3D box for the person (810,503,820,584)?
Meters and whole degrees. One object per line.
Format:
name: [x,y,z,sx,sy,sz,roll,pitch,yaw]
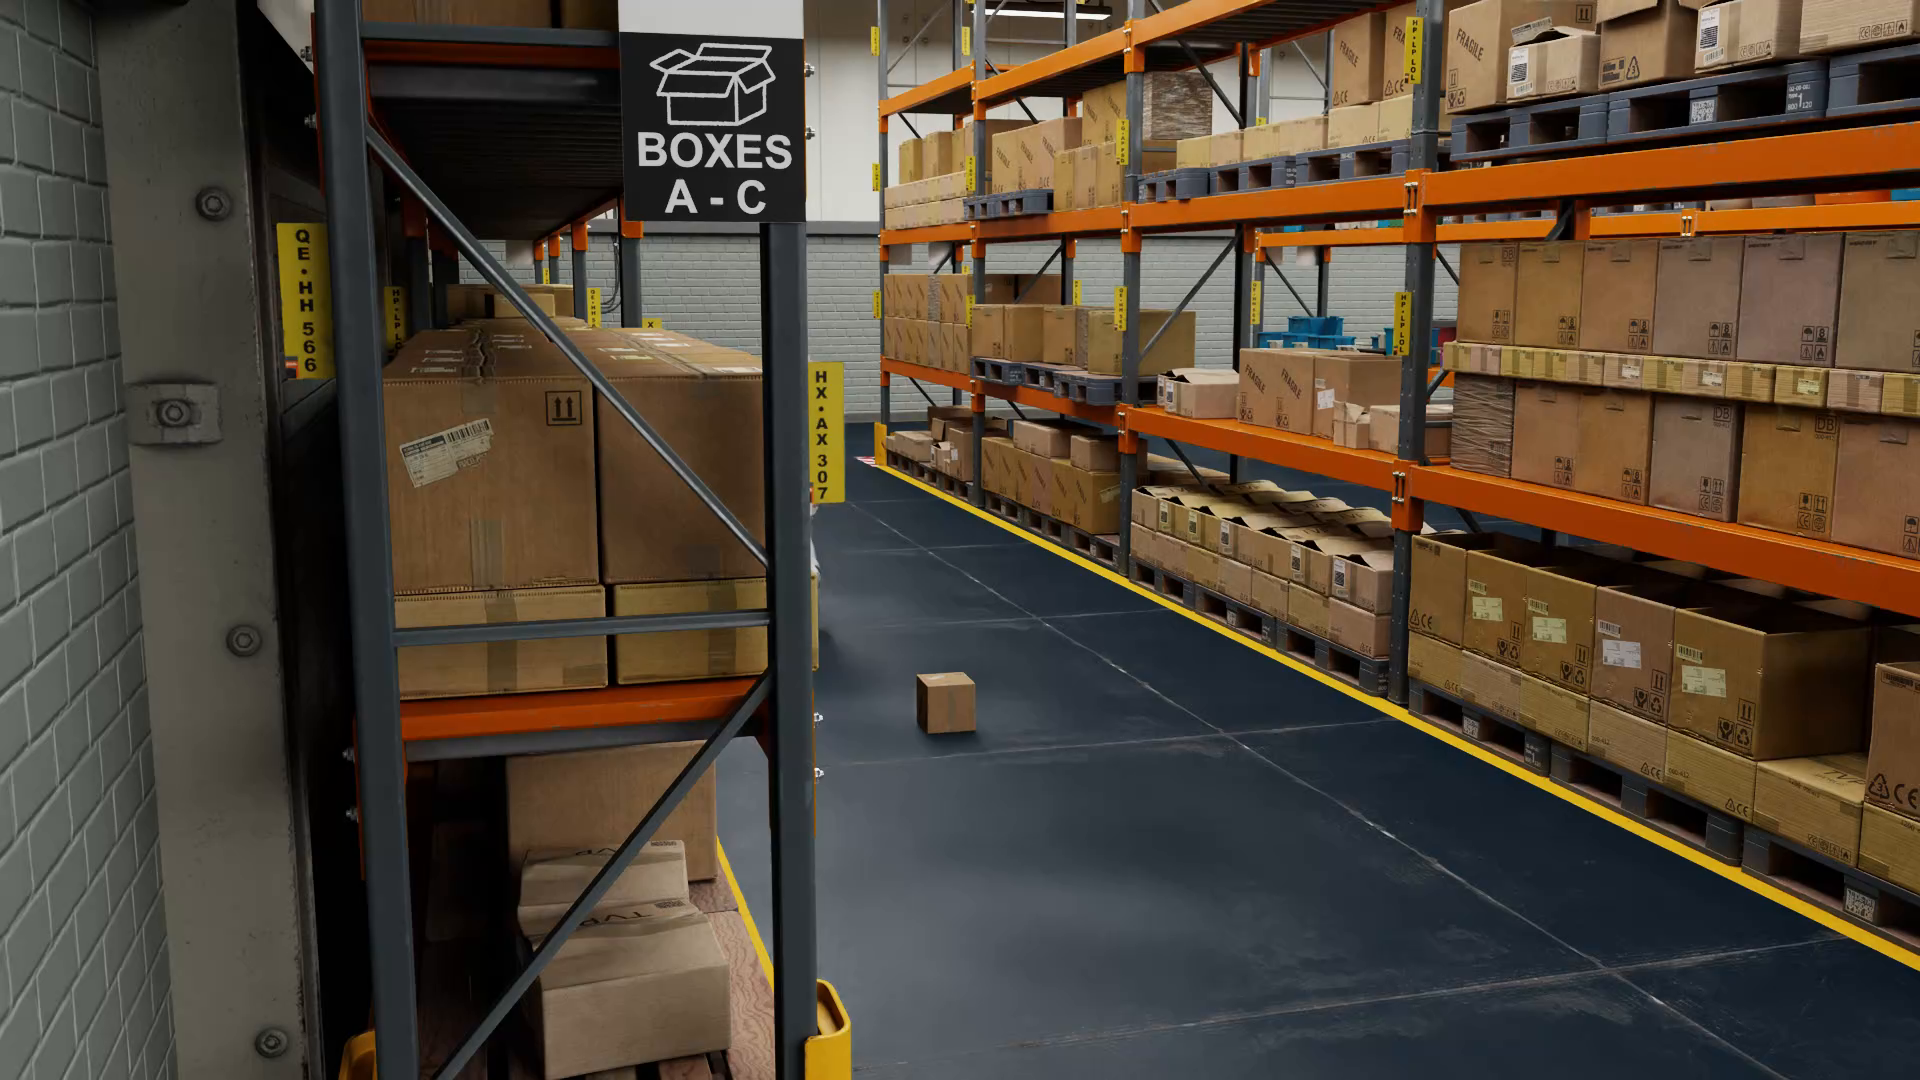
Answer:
person: [-1.179,-0.381,11.173,0.590,1.760,0.724,-4,10,-23]
